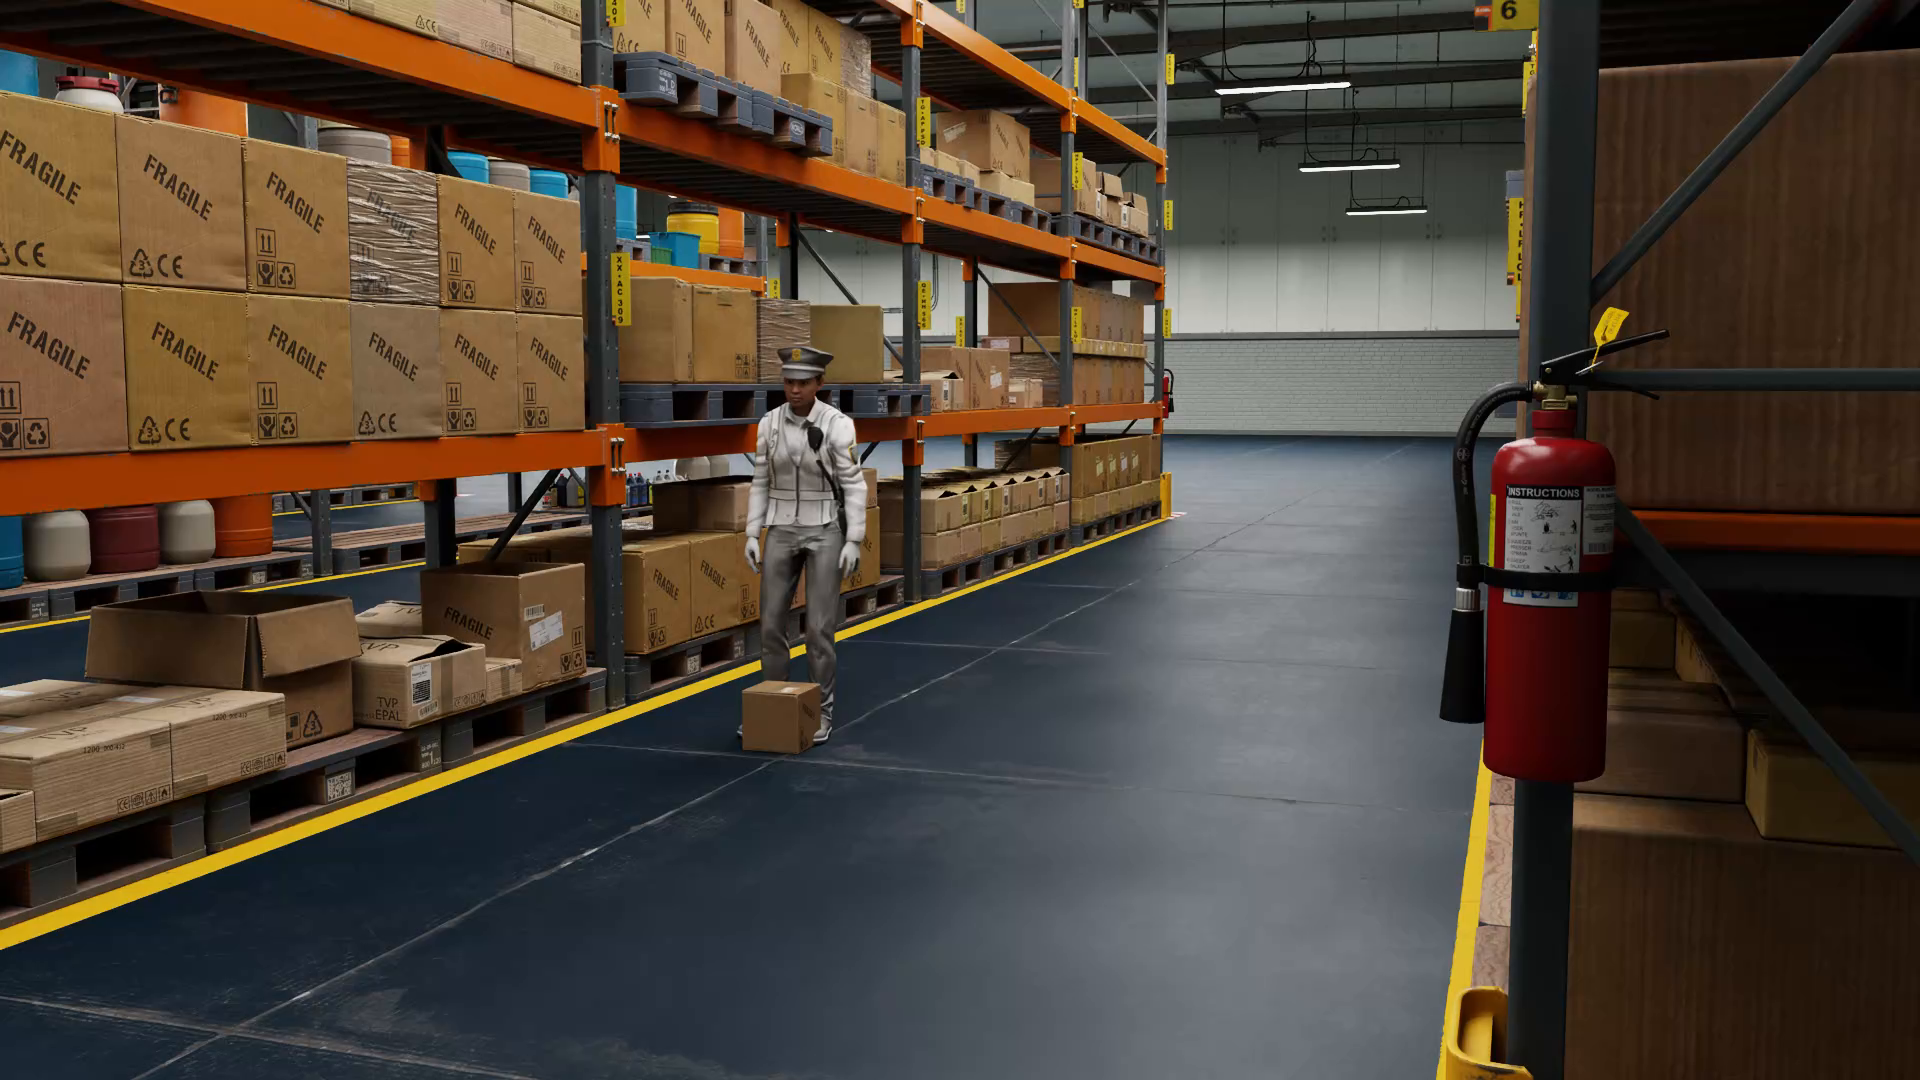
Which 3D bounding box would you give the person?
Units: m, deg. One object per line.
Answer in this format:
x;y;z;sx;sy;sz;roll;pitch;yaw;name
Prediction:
-0.671;0.014;7.075;0.543;1.662;0.416;1;6;15;person
